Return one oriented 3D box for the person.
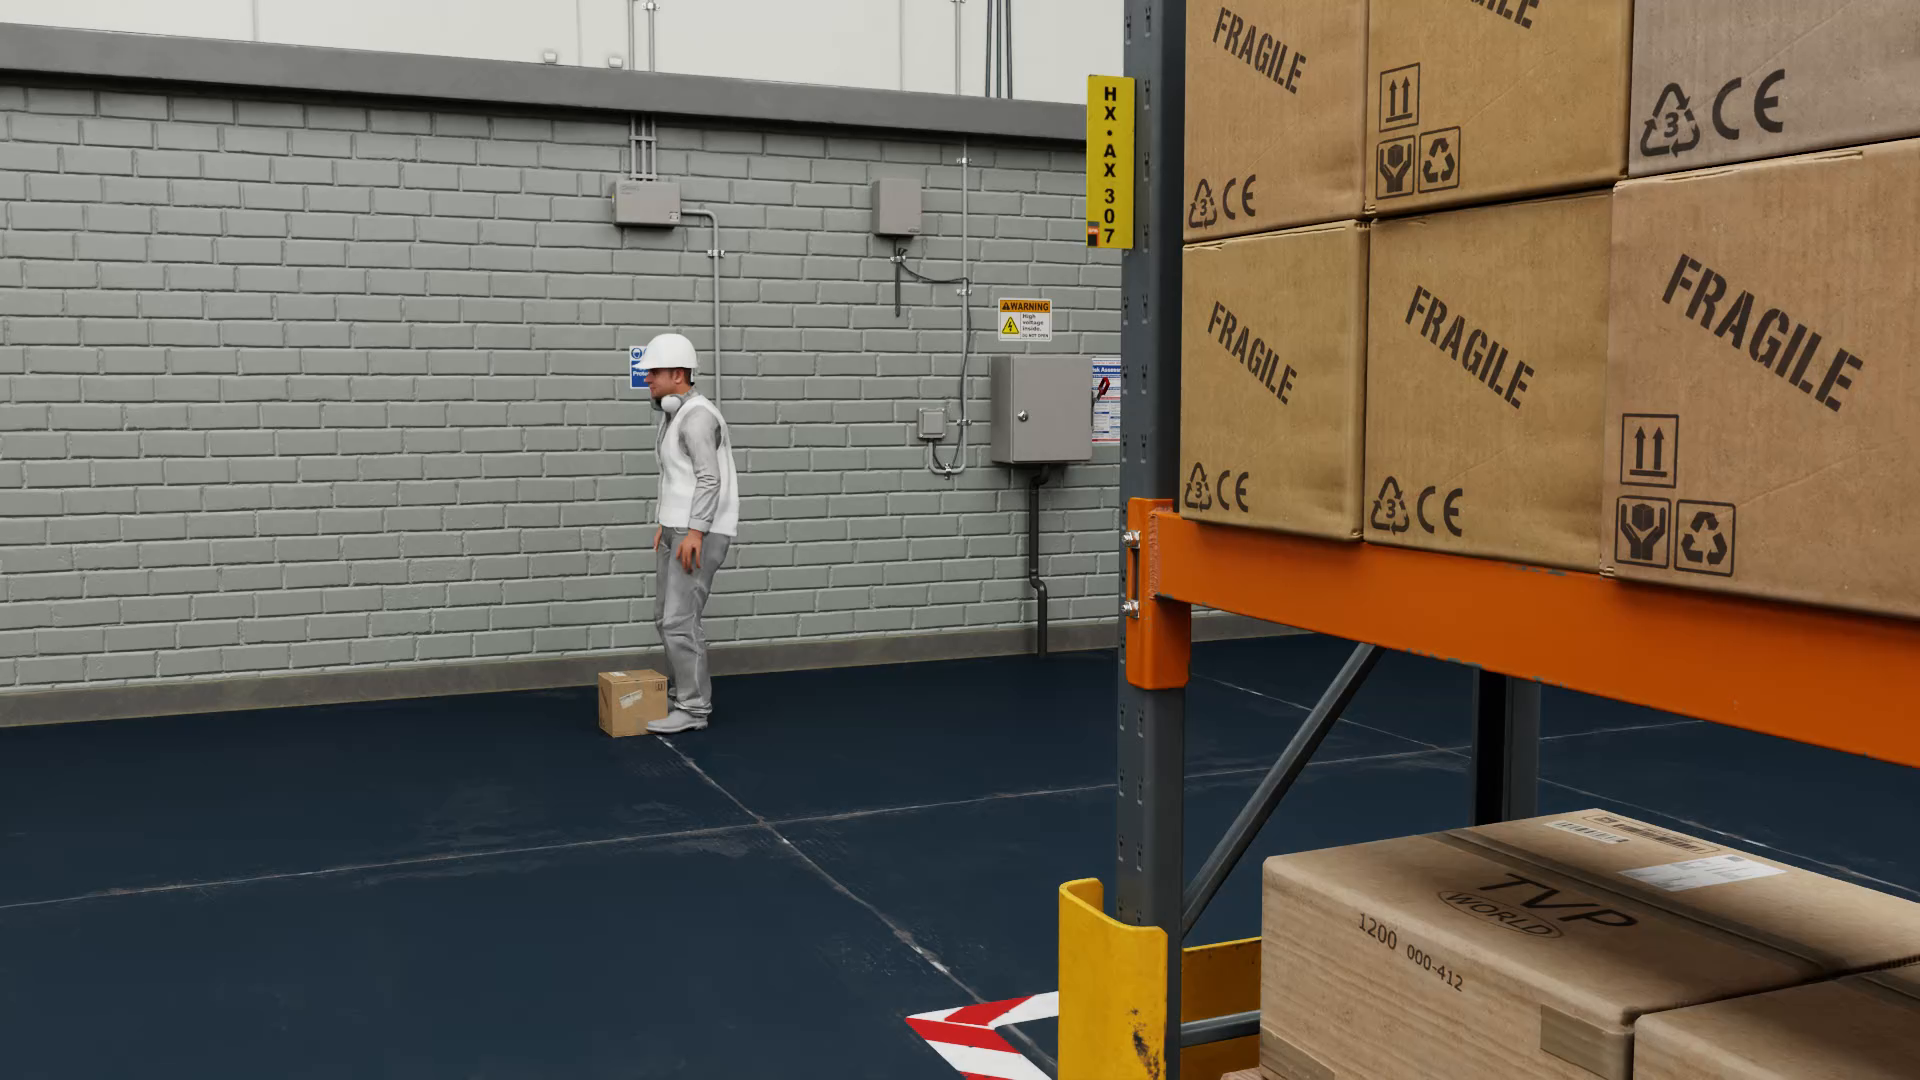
[{"bbox_3d":[-1.240,-0.038,7.508,0.463,1.771,0.580,-2,6,-24],"label":"person"}]
